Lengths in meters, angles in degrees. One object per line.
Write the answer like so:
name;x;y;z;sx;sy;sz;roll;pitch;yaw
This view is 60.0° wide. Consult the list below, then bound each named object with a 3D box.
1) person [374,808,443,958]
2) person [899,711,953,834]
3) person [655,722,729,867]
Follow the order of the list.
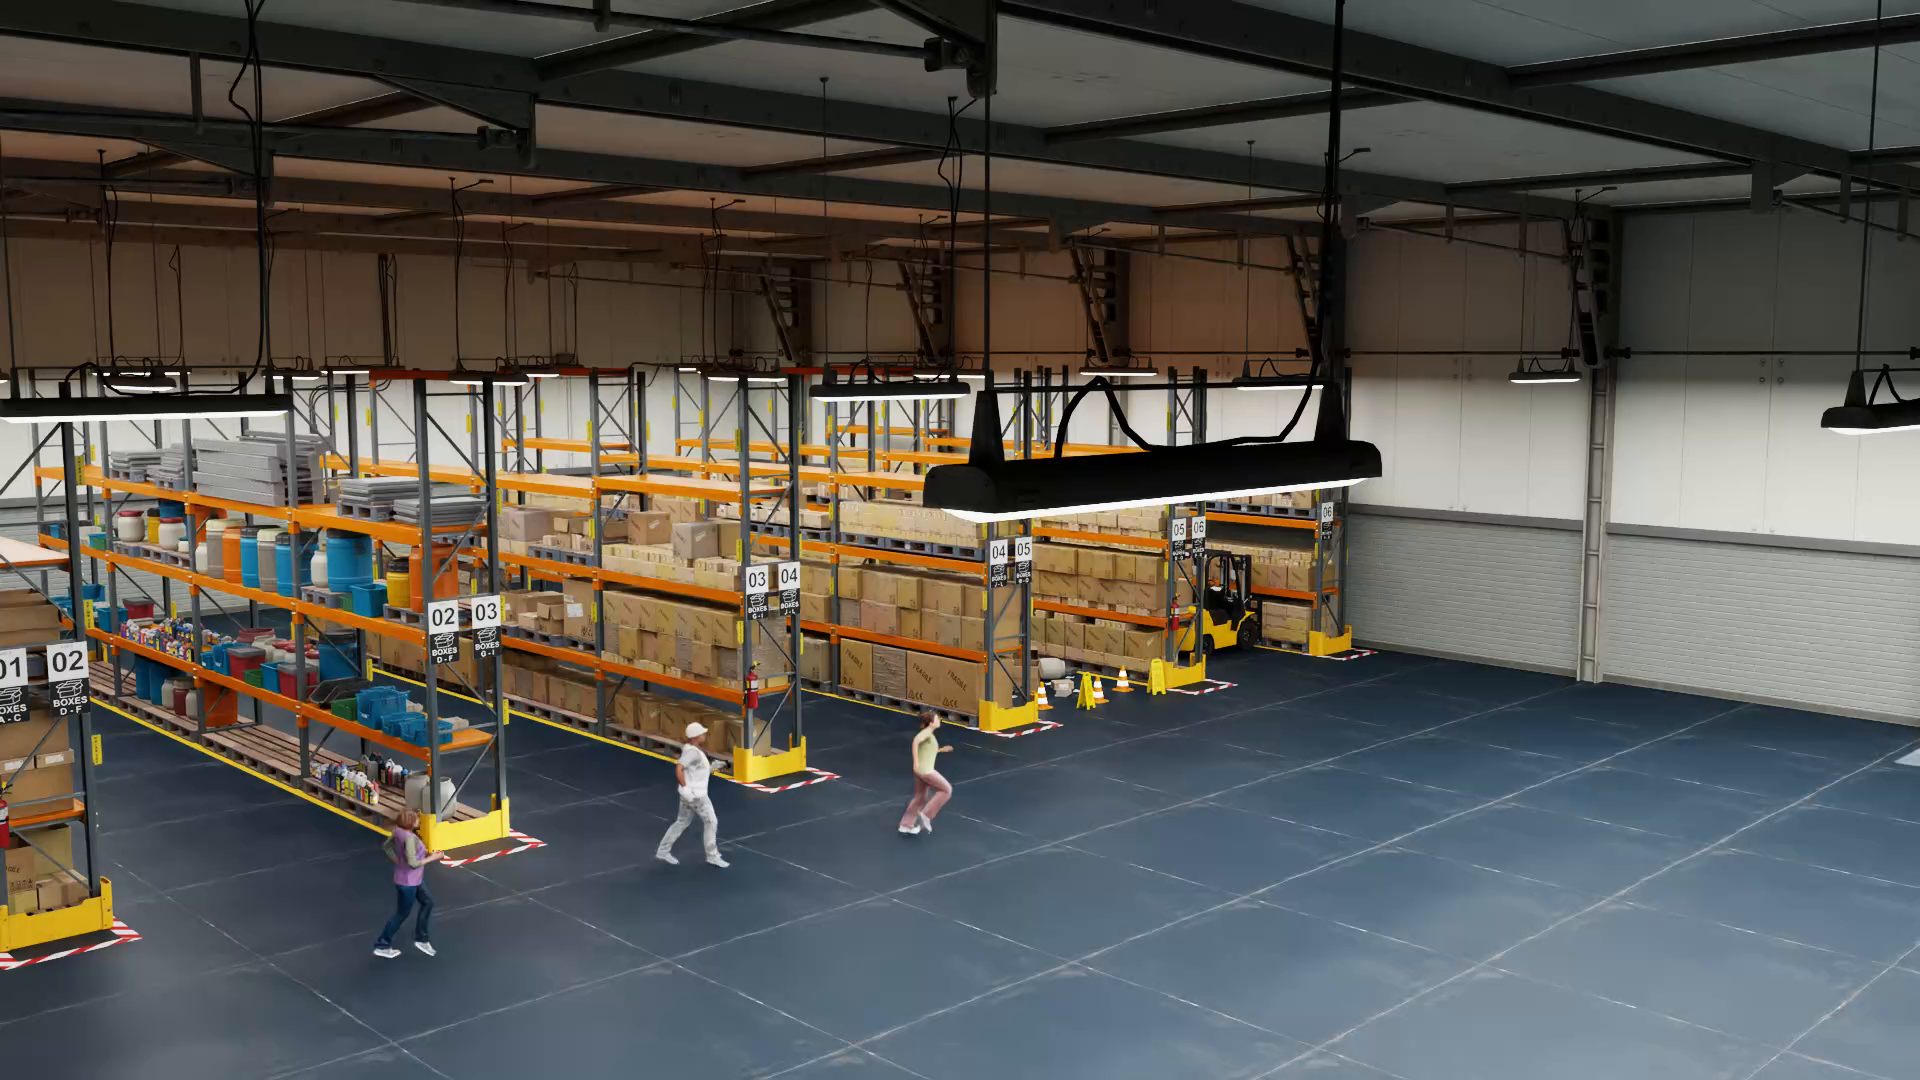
person;-5.746;3.594;17.295;0.721;1.645;0.516;-3;7;-23
person;-0.445;3.045;21.795;0.745;1.616;0.611;-1;7;-8
person;-3.280;3.137;20.327;0.900;1.827;0.668;-3;7;-22
